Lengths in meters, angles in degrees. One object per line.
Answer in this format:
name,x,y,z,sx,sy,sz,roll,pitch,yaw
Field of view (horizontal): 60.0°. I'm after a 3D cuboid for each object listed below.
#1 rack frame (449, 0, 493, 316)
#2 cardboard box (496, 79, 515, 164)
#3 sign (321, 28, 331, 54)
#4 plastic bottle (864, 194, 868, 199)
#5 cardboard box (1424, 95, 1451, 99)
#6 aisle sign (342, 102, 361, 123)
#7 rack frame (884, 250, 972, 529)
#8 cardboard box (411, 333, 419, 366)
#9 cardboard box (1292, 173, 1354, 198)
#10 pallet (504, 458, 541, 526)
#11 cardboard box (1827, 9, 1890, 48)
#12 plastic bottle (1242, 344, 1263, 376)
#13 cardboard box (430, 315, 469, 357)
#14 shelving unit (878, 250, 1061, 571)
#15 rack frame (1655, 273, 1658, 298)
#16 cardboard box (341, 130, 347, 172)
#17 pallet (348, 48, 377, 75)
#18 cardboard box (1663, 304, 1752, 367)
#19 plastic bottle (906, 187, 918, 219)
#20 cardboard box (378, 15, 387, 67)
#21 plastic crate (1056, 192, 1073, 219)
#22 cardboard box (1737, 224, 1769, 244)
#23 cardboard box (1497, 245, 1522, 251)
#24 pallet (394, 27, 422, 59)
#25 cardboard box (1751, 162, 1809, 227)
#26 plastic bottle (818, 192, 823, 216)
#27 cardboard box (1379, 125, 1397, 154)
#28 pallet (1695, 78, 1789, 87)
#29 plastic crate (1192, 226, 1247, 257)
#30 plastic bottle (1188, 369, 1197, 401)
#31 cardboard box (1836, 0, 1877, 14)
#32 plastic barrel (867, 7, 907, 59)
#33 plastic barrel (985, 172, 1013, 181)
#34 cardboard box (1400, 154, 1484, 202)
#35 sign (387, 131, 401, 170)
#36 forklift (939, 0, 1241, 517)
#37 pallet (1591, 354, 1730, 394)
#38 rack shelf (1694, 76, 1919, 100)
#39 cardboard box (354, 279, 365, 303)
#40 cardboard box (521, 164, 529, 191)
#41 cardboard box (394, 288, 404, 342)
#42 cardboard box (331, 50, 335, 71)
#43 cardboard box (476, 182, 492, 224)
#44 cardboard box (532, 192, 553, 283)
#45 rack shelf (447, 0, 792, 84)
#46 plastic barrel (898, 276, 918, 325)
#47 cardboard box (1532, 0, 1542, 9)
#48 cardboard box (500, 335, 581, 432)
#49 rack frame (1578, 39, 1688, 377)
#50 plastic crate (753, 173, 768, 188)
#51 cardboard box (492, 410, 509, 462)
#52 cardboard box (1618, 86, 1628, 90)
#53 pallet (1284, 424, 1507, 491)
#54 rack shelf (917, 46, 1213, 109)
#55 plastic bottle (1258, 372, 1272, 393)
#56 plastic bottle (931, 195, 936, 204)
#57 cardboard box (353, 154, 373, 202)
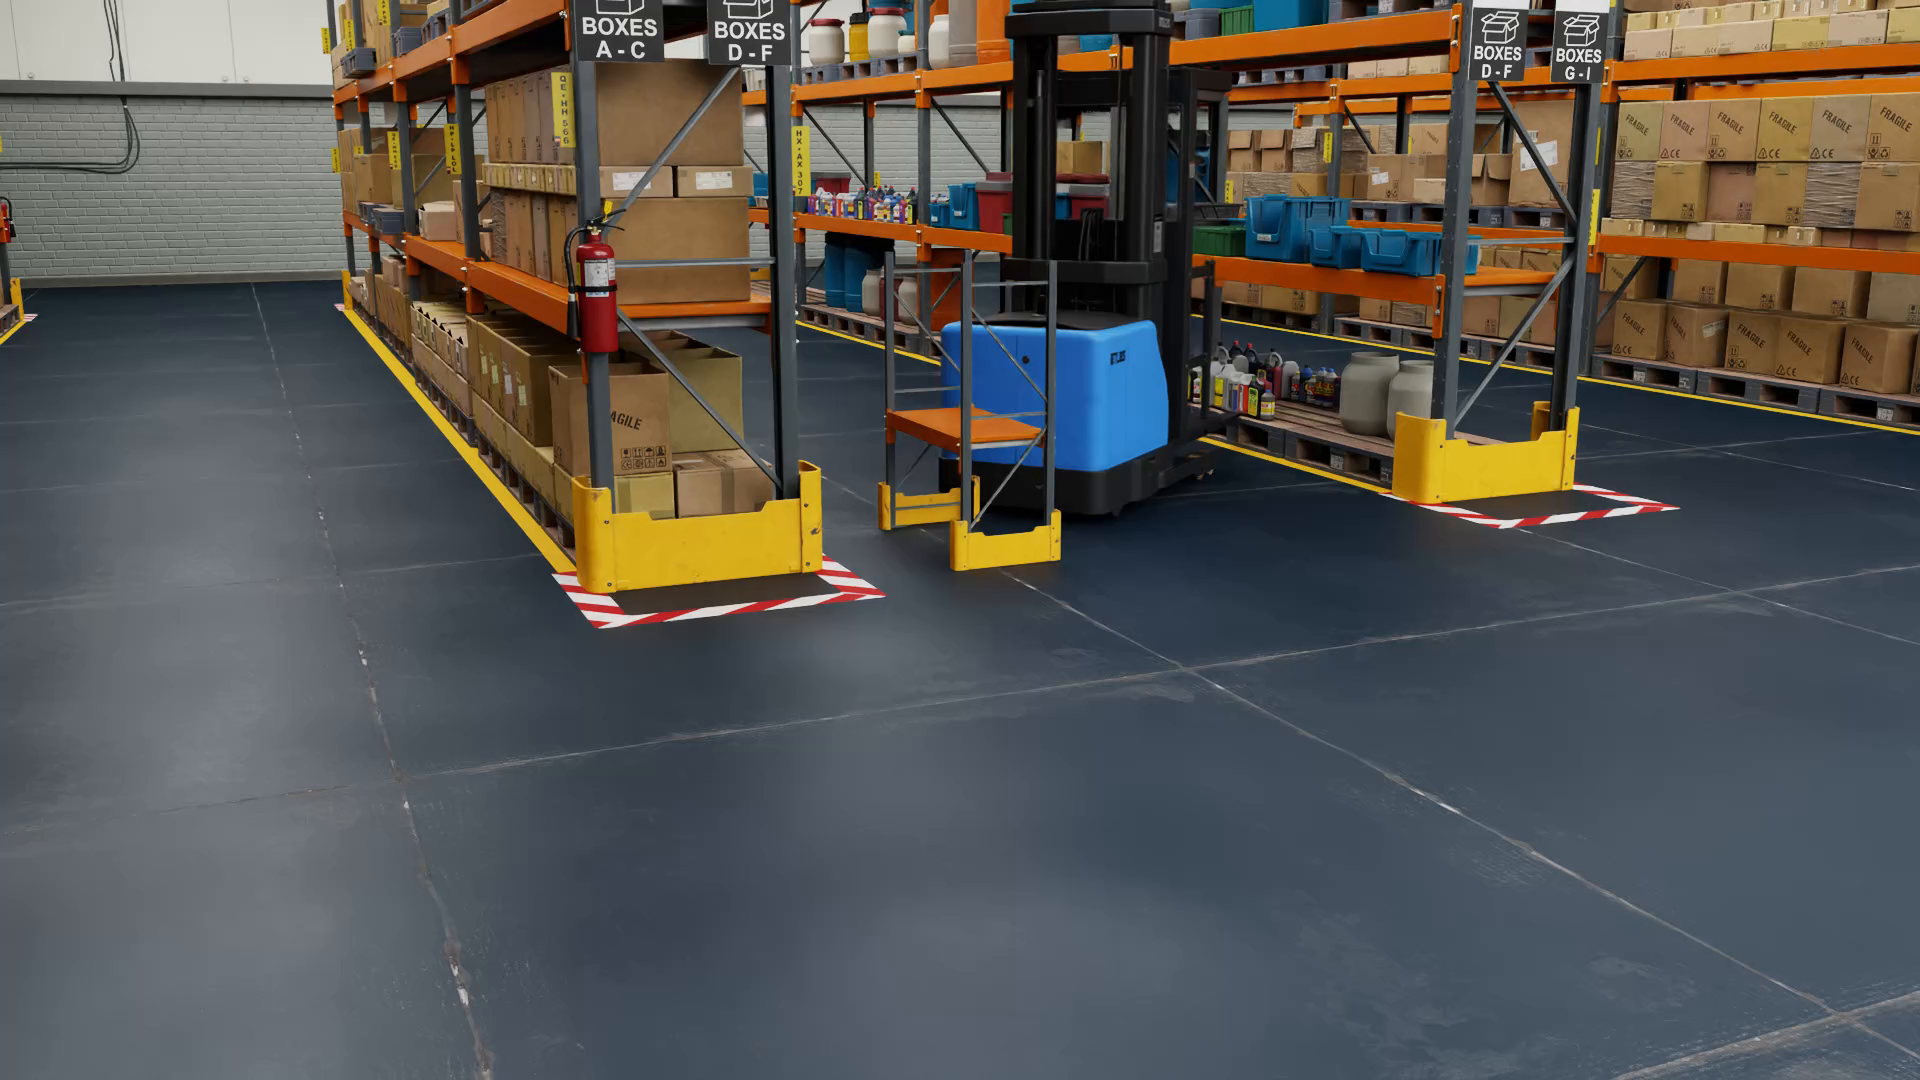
rack frame,-2.877,-2.126,11.402,1.000,3.000,0.127,-6,14,-23
cardboard box,-2.490,-2.611,10.400,0.700,0.500,0.500,-6,14,-23
sign,-8.181,-6.443,21.466,0.100,0.325,0.005,-6,14,-23
plastic bottle,-1.022,-3.694,18.439,0.061,0.283,0.133,-6,14,-23
cardboard box,7.137,-6.565,24.263,0.500,0.250,0.500,-5,14,-22
aisle sign,-7.981,-5.859,21.767,0.394,0.787,0.004,-6,14,-23
rack frame,-0.169,-0.818,9.078,0.500,1.500,0.032,-6,14,-23
cardboard box,-4.539,-1.682,14.653,0.500,0.250,0.500,-6,14,-23
cardboard box,4.174,-3.974,19.168,0.500,0.500,0.500,-5,14,-21
pallet,-2.104,-0.347,9.900,1.003,0.211,1.213,-6,14,-23
cardboard box,6.977,-3.868,12.609,0.500,0.250,0.500,-5,14,-22
plastic bottle,2.262,-1.350,12.947,0.144,0.351,0.185,-6,15,-26
cardboard box,-3.912,-1.636,13.210,0.500,0.311,0.500,-6,14,-24
shelving unit,0.031,-0.715,8.633,0.587,1.500,1.083,-6,14,-23
rack frame,9.184,-4.273,20.681,1.000,3.000,0.127,-6,14,-23
cardboard box,-7.532,-4.918,21.027,0.500,0.500,0.500,-5,14,-22
pallet,-5.467,-4.793,16.692,1.213,0.211,1.003,-6,14,-23
cardboard box,6.561,-1.803,14.618,0.500,0.500,0.500,-1,13,-5
plastic bottle,-0.518,-3.772,18.623,0.144,0.351,0.185,-6,14,-23
cardboard box,-4.889,-4.655,15.455,0.910,0.500,0.500,-6,14,-23
plastic crate,0.936,-2.764,14.197,0.392,0.384,0.575,-6,14,-23
cardboard box,6.625,-2.517,13.650,0.380,0.149,0.250,-6,14,-23
cardboard box,7.851,-4.165,23.165,0.500,0.250,0.500,-5,14,-21
pallet,-4.126,-4.189,14.085,1.213,0.211,1.003,-5,14,-20
cardboard box,6.948,-2.807,13.465,0.875,0.500,0.500,-6,14,-23
plastic bottle,-1.630,-3.978,19.692,0.097,0.271,0.097,0,13,0
cardboard box,6.741,-6.066,25.330,0.500,0.500,0.500,-5,14,-21
pallet,9.490,-5.514,19.810,1.213,0.211,1.003,-5,14,-20
plastic crate,1.948,-2.163,12.034,0.450,0.188,0.662,-6,14,-23
plastic bottle,1.710,-1.182,12.374,0.061,0.283,0.133,-5,14,-20
cardboard box,6.892,-4.075,12.618,0.380,0.149,0.250,-6,15,-26
plastic barrel,-0.788,-5.484,18.026,0.433,0.535,0.433,0,13,0
plastic barrel,0.524,-3.397,16.591,0.600,0.536,0.708,-6,14,-23
cardboard box,5.167,-3.885,17.851,0.700,0.500,0.500,-3,13,-15
sign,-4.973,-3.427,14.631,0.100,0.325,0.005,-6,14,-23
forklift,1.000,-1.844,10.339,1.130,2.935,3.031,7,15,26
pallet,6.502,-1.526,14.994,1.003,0.211,1.213,-6,14,-23
rack shelf,9.985,-4.971,18.639,1.077,0.370,4.000,-6,14,-23
cardboard box,-7.326,-3.135,20.886,0.500,0.250,0.500,-6,14,-23
cardboard box,-2.323,-2.098,9.621,0.380,0.149,0.250,-6,14,-23
cardboard box,-5.276,-2.228,16.410,0.500,0.500,0.500,-6,14,-25
cardboard box,-7.717,-6.107,21.176,0.500,0.250,0.500,-6,14,-23
cardboard box,-3.381,-2.443,12.553,0.500,0.500,0.500,-5,14,-19
cardboard box,-2.073,-1.765,9.623,0.700,0.500,0.500,-5,14,-21
rack shelf,-2.076,-2.823,9.360,1.077,0.370,4.000,-6,14,-23
plastic barrel,-0.459,-2.599,18.035,0.421,0.512,0.421,0,13,0
cardboard box,5.725,-5.037,16.167,0.797,0.503,0.637,-5,14,-21
cardboard box,-2.376,-0.922,9.706,0.500,0.500,0.500,-6,14,-23
rack frame,6.201,-3.020,15.265,1.000,3.000,0.127,-6,14,-23
plastic crate,-2.839,-5.046,23.807,0.616,0.435,0.499,-6,14,-23
cardboard box,-2.578,-0.660,10.236,0.500,0.250,0.500,-6,14,-23
cardboard box,8.510,-5.981,21.183,0.500,0.500,0.500,-6,14,-23
pallet,2.871,-0.567,10.852,1.003,0.211,1.213,-6,14,-23
rack shelf,0.862,-4.096,14.860,1.077,0.370,4.000,-6,14,-23
plastic bottle,2.149,-1.041,11.764,0.061,0.283,0.133,-6,14,-23
plastic bottle,-0.301,-3.720,18.575,0.097,0.271,0.097,0,13,0
cardboard box,-6.097,-3.914,17.975,0.700,0.500,0.500,-12,18,-42
